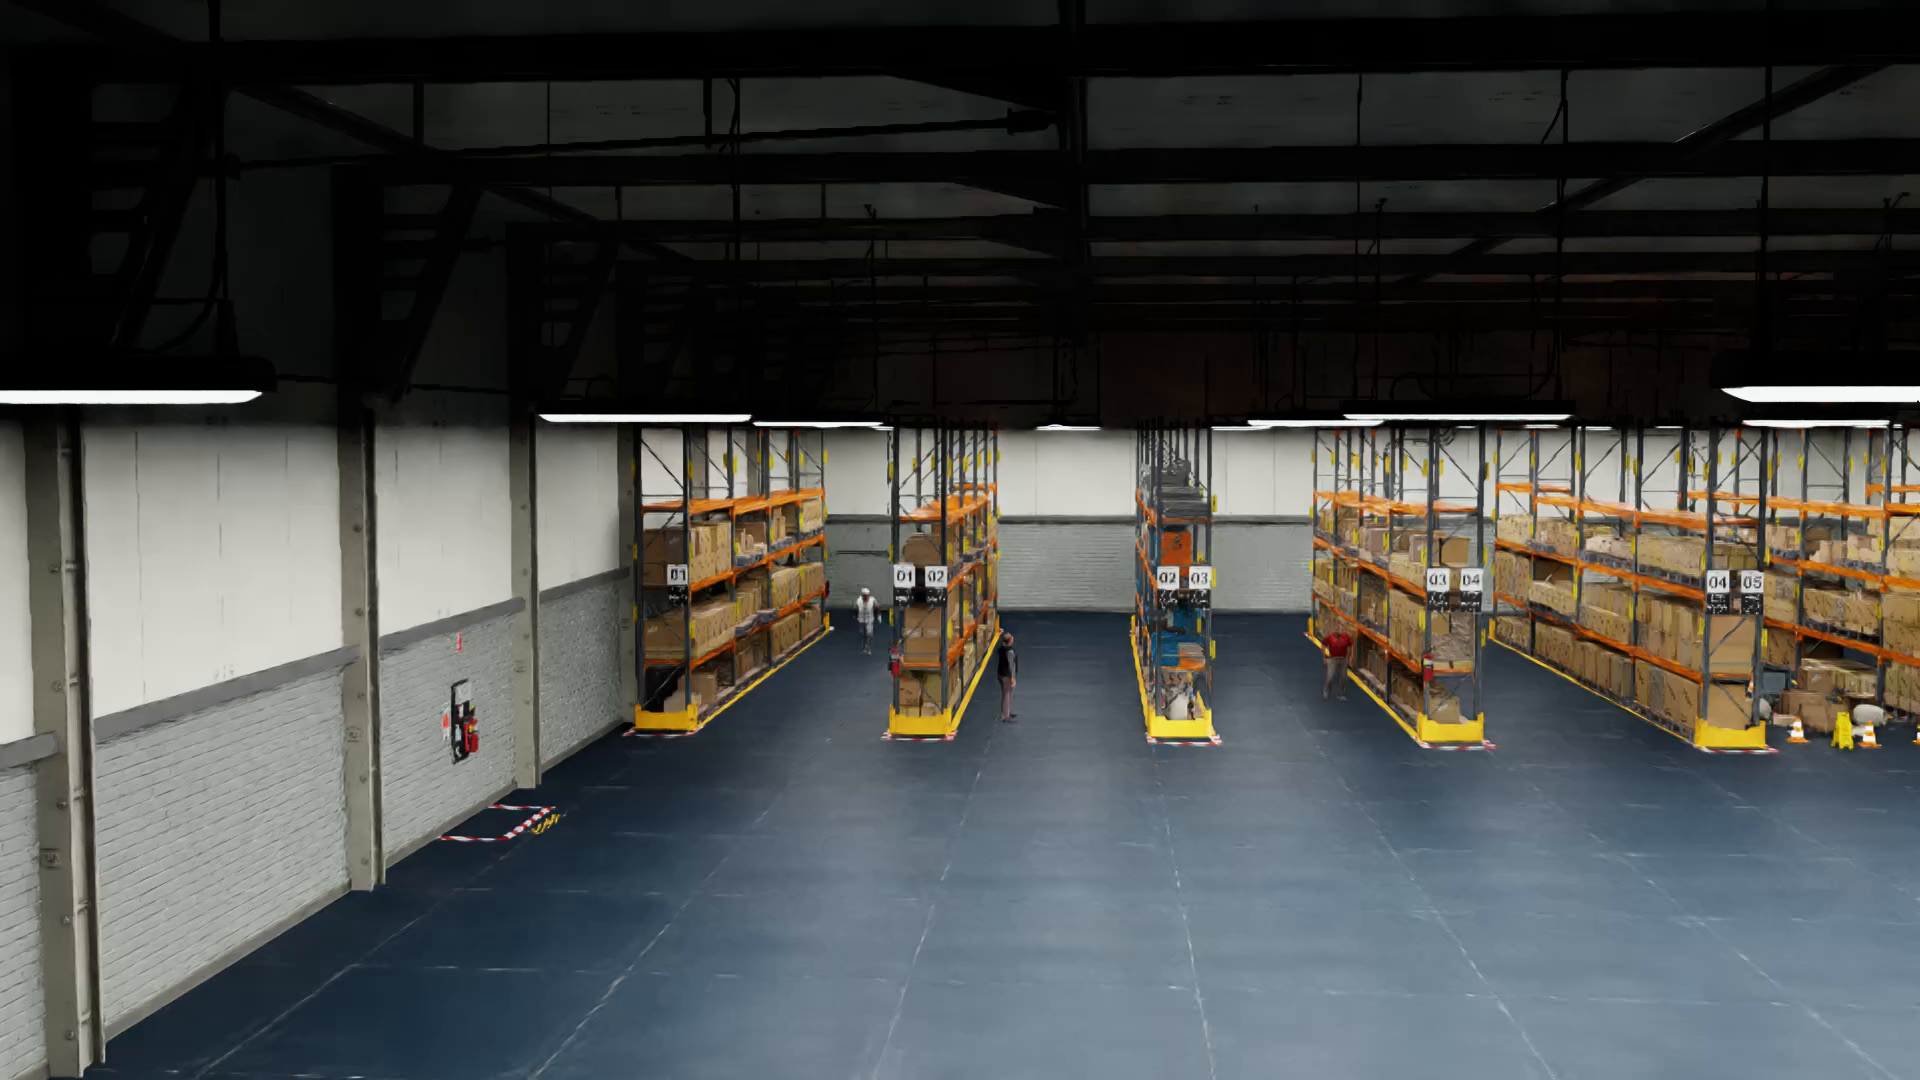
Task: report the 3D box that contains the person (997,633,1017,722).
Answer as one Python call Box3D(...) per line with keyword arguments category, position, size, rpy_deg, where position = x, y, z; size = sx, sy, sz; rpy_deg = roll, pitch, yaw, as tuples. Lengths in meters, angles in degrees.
Box3D(category="person", position=(0.979, 2.700, 32.837), size=(0.462, 1.731, 0.598), rpy_deg=(-2, 4, -22))

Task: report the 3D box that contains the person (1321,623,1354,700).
Box3D(category="person", position=(8.036, 2.578, 35.426), size=(0.682, 1.675, 0.529), rpy_deg=(0, 4, 3))

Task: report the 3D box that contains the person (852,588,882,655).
Box3D(category="person", position=(-2.409, 2.070, 42.760), size=(0.721, 1.715, 0.843), rpy_deg=(1, 4, 9))

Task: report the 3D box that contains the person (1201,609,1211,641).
Box3D(category="person", position=(6.459, 2.036, 44.595), size=(0.561, 1.525, 0.788), rpy_deg=(-1, 4, -13))
